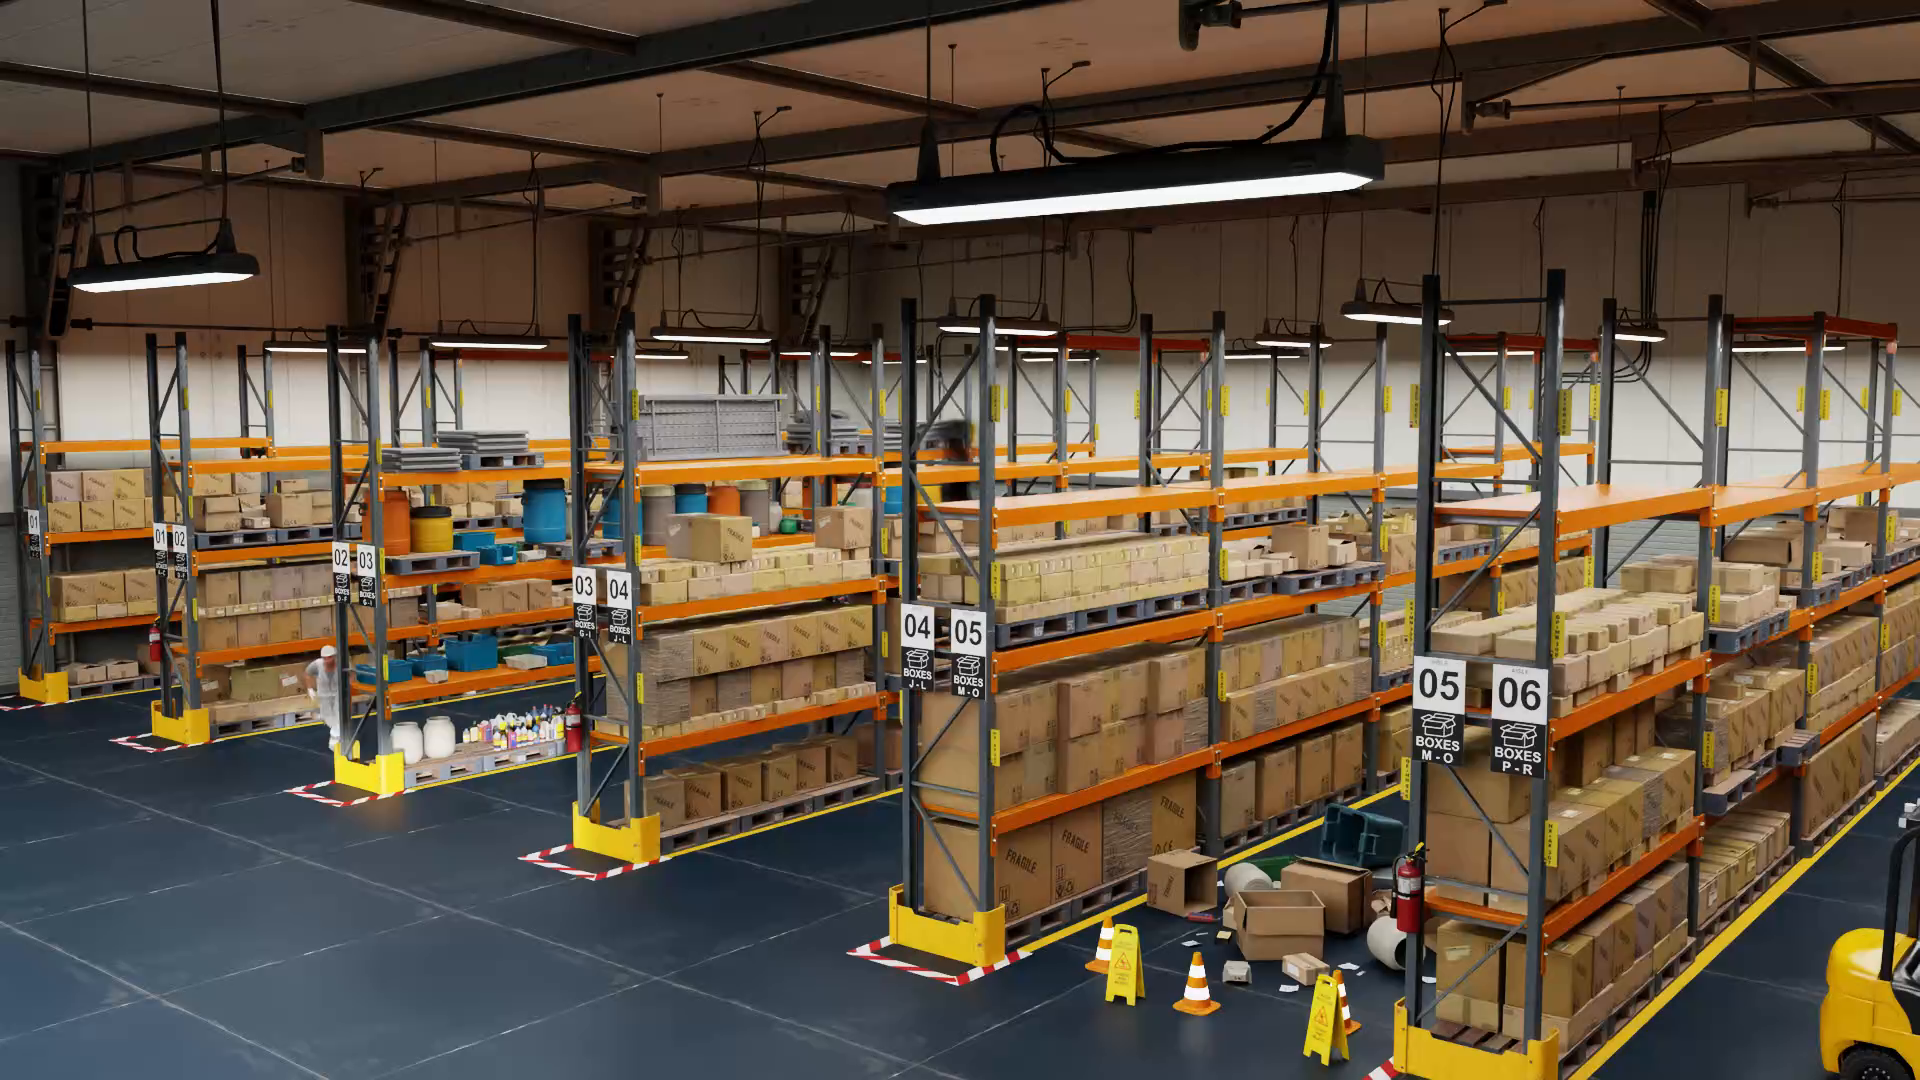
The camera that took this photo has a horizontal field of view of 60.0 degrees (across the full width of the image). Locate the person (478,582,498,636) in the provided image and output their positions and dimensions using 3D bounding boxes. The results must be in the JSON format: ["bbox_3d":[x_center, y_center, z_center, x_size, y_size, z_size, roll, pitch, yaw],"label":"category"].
[{"bbox_3d":[-8.874,1.615,31.350,0.553,1.478,0.598,3,6,31],"label":"person"}]

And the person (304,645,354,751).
[{"bbox_3d":[-9.027,2.246,23.836,0.675,1.577,0.996,-1,5,-14],"label":"person"}]

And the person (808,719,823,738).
[{"bbox_3d":[-2.109,2.160,24.047,0.560,1.751,0.790,3,6,31],"label":"person"}]
